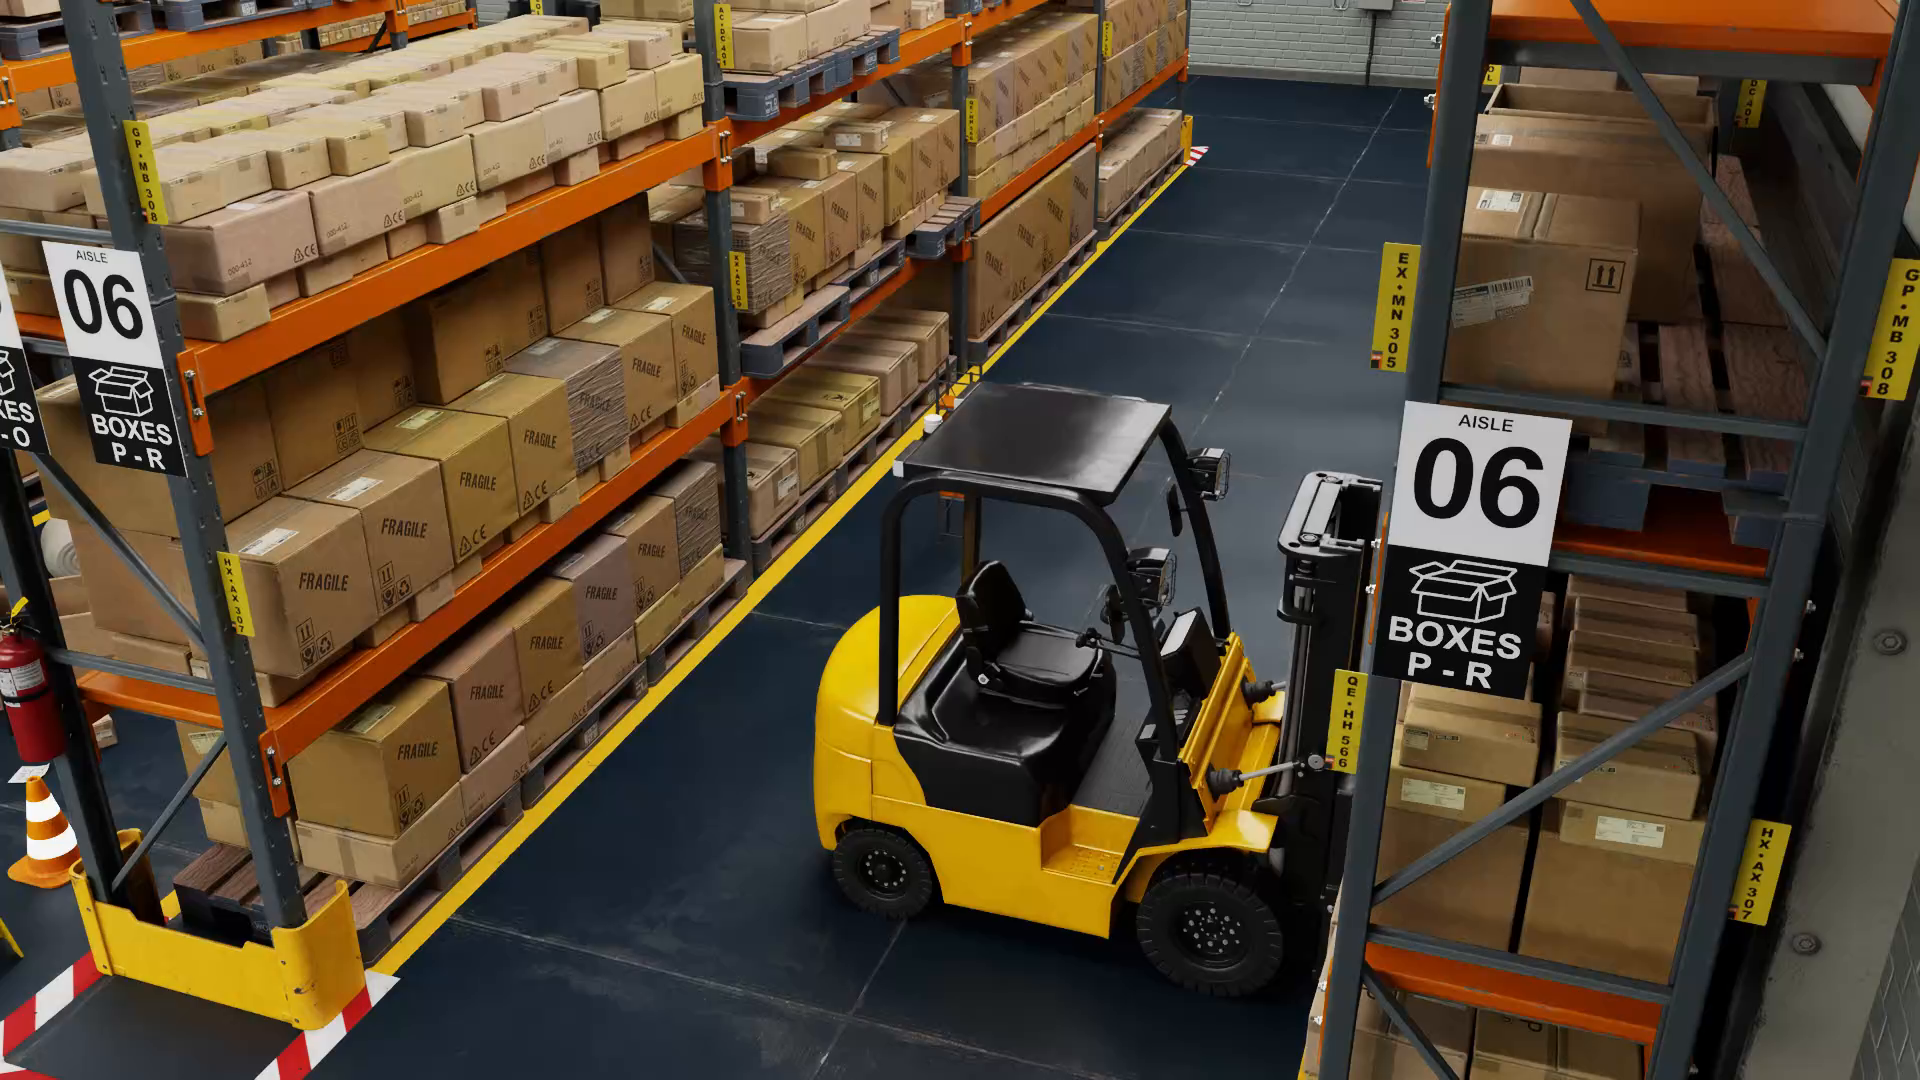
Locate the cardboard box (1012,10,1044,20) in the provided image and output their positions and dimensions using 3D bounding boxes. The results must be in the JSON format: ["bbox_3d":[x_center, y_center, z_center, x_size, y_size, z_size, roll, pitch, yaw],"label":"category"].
[{"bbox_3d":[0.486,-4.783,15.924,0.500,0.500,0.500,9,27,18],"label":"cardboard box"}]

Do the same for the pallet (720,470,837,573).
[{"bbox_3d":[-1.501,-0.204,10.930,1.003,0.211,1.213,9,27,17],"label":"pallet"}]

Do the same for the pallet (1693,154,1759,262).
[{"bbox_3d":[2.664,-1.377,6.811,1.003,0.211,1.213,9,27,17],"label":"pallet"}]

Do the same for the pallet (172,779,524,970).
[{"bbox_3d":[-2.760,1.400,7.617,1.003,0.211,1.213,9,27,17],"label":"pallet"}]

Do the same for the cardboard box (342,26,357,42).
[{"bbox_3d":[-7.684,-6.254,20.513,0.380,0.149,0.250,8,27,17],"label":"cardboard box"}]

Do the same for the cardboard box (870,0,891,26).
[{"bbox_3d":[-0.908,-3.549,11.076,0.797,0.503,0.637,9,27,17],"label":"cardboard box"}]

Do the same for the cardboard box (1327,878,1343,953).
[{"bbox_3d":[1.616,1.376,5.991,0.500,0.250,0.500,9,27,18],"label":"cardboard box"}]

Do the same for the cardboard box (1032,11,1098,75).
[{"bbox_3d":[0.992,-4.702,15.757,0.500,0.500,0.500,10,27,19],"label":"cardboard box"}]

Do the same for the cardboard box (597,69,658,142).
[{"bbox_3d":[-1.819,-2.127,8.090,0.500,0.250,0.500,8,27,17],"label":"cardboard box"}]

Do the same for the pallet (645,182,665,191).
[{"bbox_3d":[-3.608,-4.129,19.036,1.003,0.211,1.213,9,27,17],"label":"pallet"}]

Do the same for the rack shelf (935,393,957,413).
[{"bbox_3d":[-0.005,-0.818,10.339,0.258,0.103,0.180,9,27,17],"label":"rack shelf"}]

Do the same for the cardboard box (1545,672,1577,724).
[{"bbox_3d":[2.063,0.570,5.271,0.380,0.149,0.250,8,27,17],"label":"cardboard box"}]

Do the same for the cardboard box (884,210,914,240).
[{"bbox_3d":[-0.547,-2.242,11.745,0.380,0.149,0.250,9,27,18],"label":"cardboard box"}]

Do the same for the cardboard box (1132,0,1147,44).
[{"bbox_3d":[1.646,-5.498,17.401,0.500,0.500,0.500,9,27,18],"label":"cardboard box"}]

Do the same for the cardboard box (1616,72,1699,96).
[{"bbox_3d":[3.391,-2.212,8.127,0.380,0.149,0.250,9,27,17],"label":"cardboard box"}]

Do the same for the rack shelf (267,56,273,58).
[{"bbox_3d":[-9.107,-4.718,17.878,1.077,0.370,4.000,9,27,17],"label":"rack shelf"}]

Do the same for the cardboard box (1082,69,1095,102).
[{"bbox_3d":[0.986,-4.368,15.928,0.500,0.250,0.500,9,27,17],"label":"cardboard box"}]

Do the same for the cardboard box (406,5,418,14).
[{"bbox_3d":[-7.360,-6.919,21.429,0.500,0.250,0.500,8,27,16],"label":"cardboard box"}]

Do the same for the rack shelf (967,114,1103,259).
[{"bbox_3d":[0.238,-3.281,14.910,1.077,0.370,4.000,9,27,17],"label":"rack shelf"}]

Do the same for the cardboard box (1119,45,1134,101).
[{"bbox_3d":[1.478,-4.833,17.175,0.500,0.500,0.500,9,27,18],"label":"cardboard box"}]

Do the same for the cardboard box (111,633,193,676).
[{"bbox_3d":[-3.167,0.433,6.702,0.380,0.149,0.250,10,27,19],"label":"cardboard box"}]

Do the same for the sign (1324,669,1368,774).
[{"bbox_3d":[1.086,0.511,4.653,0.100,0.325,0.005,9,27,17],"label":"sign"}]

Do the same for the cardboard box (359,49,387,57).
[{"bbox_3d":[-7.847,-5.726,21.091,0.875,0.875,0.875,9,27,17],"label":"cardboard box"}]

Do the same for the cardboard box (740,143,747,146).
[{"bbox_3d":[-2.810,-4.863,20.141,0.380,0.149,0.250,9,27,18],"label":"cardboard box"}]

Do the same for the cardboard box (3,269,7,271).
[{"bbox_3d":[-6.571,-1.730,10.708,0.875,0.550,0.550,9,27,17],"label":"cardboard box"}]

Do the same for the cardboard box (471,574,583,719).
[{"bbox_3d":[-2.208,0.494,8.101,0.500,0.500,0.500,9,27,18],"label":"cardboard box"}]

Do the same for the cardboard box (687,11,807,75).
[{"bbox_3d":[-1.186,-2.793,9.324,0.500,0.250,0.500,8,27,16],"label":"cardboard box"}]

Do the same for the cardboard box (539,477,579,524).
[{"bbox_3d":[-2.078,-0.220,8.051,0.380,0.149,0.250,9,27,18],"label":"cardboard box"}]

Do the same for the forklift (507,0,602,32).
[{"bbox_3d":[-3.099,-2.442,12.429,1.130,2.935,3.031,11,28,21],"label":"forklift"}]

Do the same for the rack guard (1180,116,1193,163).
[{"bbox_3d":[2.243,-4.955,20.411,1.175,0.500,0.348,9,27,17],"label":"rack guard"}]

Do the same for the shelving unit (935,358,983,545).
[{"bbox_3d":[-0.005,-0.534,10.476,0.258,1.200,0.189,9,27,17],"label":"shelving unit"}]

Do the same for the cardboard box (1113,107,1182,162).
[{"bbox_3d":[2.110,-4.821,19.723,0.875,0.438,0.875,8,27,16],"label":"cardboard box"}]

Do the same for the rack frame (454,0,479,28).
[{"bbox_3d":[-7.110,-7.508,22.814,1.000,3.000,0.127,9,27,17],"label":"rack frame"}]

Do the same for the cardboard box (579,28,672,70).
[{"bbox_3d":[-1.672,-2.455,8.310,0.380,0.149,0.250,8,27,16],"label":"cardboard box"}]

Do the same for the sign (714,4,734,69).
[{"bbox_3d":[-1.244,-2.646,8.738,0.100,0.325,0.005,9,27,17],"label":"sign"}]

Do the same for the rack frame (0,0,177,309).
[{"bbox_3d":[-3.089,-2.196,4.958,1.000,3.000,0.127,9,27,17],"label":"rack frame"}]

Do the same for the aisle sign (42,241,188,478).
[{"bbox_3d":[-2.818,-0.595,5.554,0.394,0.787,0.004,9,27,17],"label":"aisle sign"}]

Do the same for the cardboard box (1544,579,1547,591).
[{"bbox_3d":[2.017,0.307,6.559,0.500,0.500,0.500,9,27,18],"label":"cardboard box"}]

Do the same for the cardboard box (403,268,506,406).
[{"bbox_3d":[-2.580,-0.982,7.733,0.700,0.500,0.500,9,27,17],"label":"cardboard box"}]

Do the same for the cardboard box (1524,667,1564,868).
[{"bbox_3d":[2.172,0.797,5.547,0.500,0.500,0.500,10,27,19],"label":"cardboard box"}]

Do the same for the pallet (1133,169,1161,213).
[{"bbox_3d":[1.635,-3.976,18.719,1.003,0.211,1.213,9,27,17],"label":"pallet"}]

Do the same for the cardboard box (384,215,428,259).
[{"bbox_3d":[-2.406,-1.261,6.759,0.380,0.149,0.250,8,27,16],"label":"cardboard box"}]

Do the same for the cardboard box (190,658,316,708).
[{"bbox_3d":[-2.781,0.508,6.547,0.380,0.149,0.250,9,27,18],"label":"cardboard box"}]

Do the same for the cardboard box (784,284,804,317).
[{"bbox_3d":[-1.185,-1.498,10.208,0.380,0.149,0.250,9,27,18],"label":"cardboard box"}]

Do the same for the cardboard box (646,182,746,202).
[{"bbox_3d":[-1.657,-1.934,10.365,0.500,0.500,0.500,9,27,18],"label":"cardboard box"}]

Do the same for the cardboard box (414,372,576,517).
[{"bbox_3d":[-2.171,-0.462,7.806,0.500,0.500,0.500,8,27,16],"label":"cardboard box"}]

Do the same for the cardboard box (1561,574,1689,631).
[{"bbox_3d":[2.260,0.220,5.652,0.380,0.149,0.250,10,27,19],"label":"cardboard box"}]

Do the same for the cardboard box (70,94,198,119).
[{"bbox_3d":[-5.962,-2.935,12.107,0.700,0.500,0.500,9,27,18],"label":"cardboard box"}]

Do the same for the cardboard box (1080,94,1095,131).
[{"bbox_3d":[0.992,-4.138,16.027,0.500,0.250,0.500,8,27,16],"label":"cardboard box"}]

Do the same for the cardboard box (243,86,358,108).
[{"bbox_3d":[-2.733,-1.781,6.918,0.380,0.149,0.250,8,27,16],"label":"cardboard box"}]

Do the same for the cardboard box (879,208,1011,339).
[{"bbox_3d":[-0.119,-2.287,13.989,0.875,0.875,0.875,8,27,17],"label":"cardboard box"}]

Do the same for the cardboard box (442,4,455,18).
[{"bbox_3d":[-7.003,-7.093,22.247,0.380,0.149,0.250,9,27,18],"label":"cardboard box"}]

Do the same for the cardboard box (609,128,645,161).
[{"bbox_3d":[-1.805,-2.003,8.290,0.380,0.149,0.250,9,27,18],"label":"cardboard box"}]

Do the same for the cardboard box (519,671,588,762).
[{"bbox_3d":[-2.214,0.827,8.273,0.500,0.250,0.500,11,28,21],"label":"cardboard box"}]

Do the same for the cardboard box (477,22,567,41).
[{"bbox_3d":[-2.230,-2.542,8.489,0.380,0.149,0.250,10,27,19],"label":"cardboard box"}]

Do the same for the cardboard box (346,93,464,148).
[{"bbox_3d":[-2.259,-1.711,6.773,0.380,0.149,0.250,10,27,19],"label":"cardboard box"}]

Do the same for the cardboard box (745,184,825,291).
[{"bbox_3d":[-1.166,-1.864,10.220,0.500,0.500,0.500,9,27,18],"label":"cardboard box"}]
